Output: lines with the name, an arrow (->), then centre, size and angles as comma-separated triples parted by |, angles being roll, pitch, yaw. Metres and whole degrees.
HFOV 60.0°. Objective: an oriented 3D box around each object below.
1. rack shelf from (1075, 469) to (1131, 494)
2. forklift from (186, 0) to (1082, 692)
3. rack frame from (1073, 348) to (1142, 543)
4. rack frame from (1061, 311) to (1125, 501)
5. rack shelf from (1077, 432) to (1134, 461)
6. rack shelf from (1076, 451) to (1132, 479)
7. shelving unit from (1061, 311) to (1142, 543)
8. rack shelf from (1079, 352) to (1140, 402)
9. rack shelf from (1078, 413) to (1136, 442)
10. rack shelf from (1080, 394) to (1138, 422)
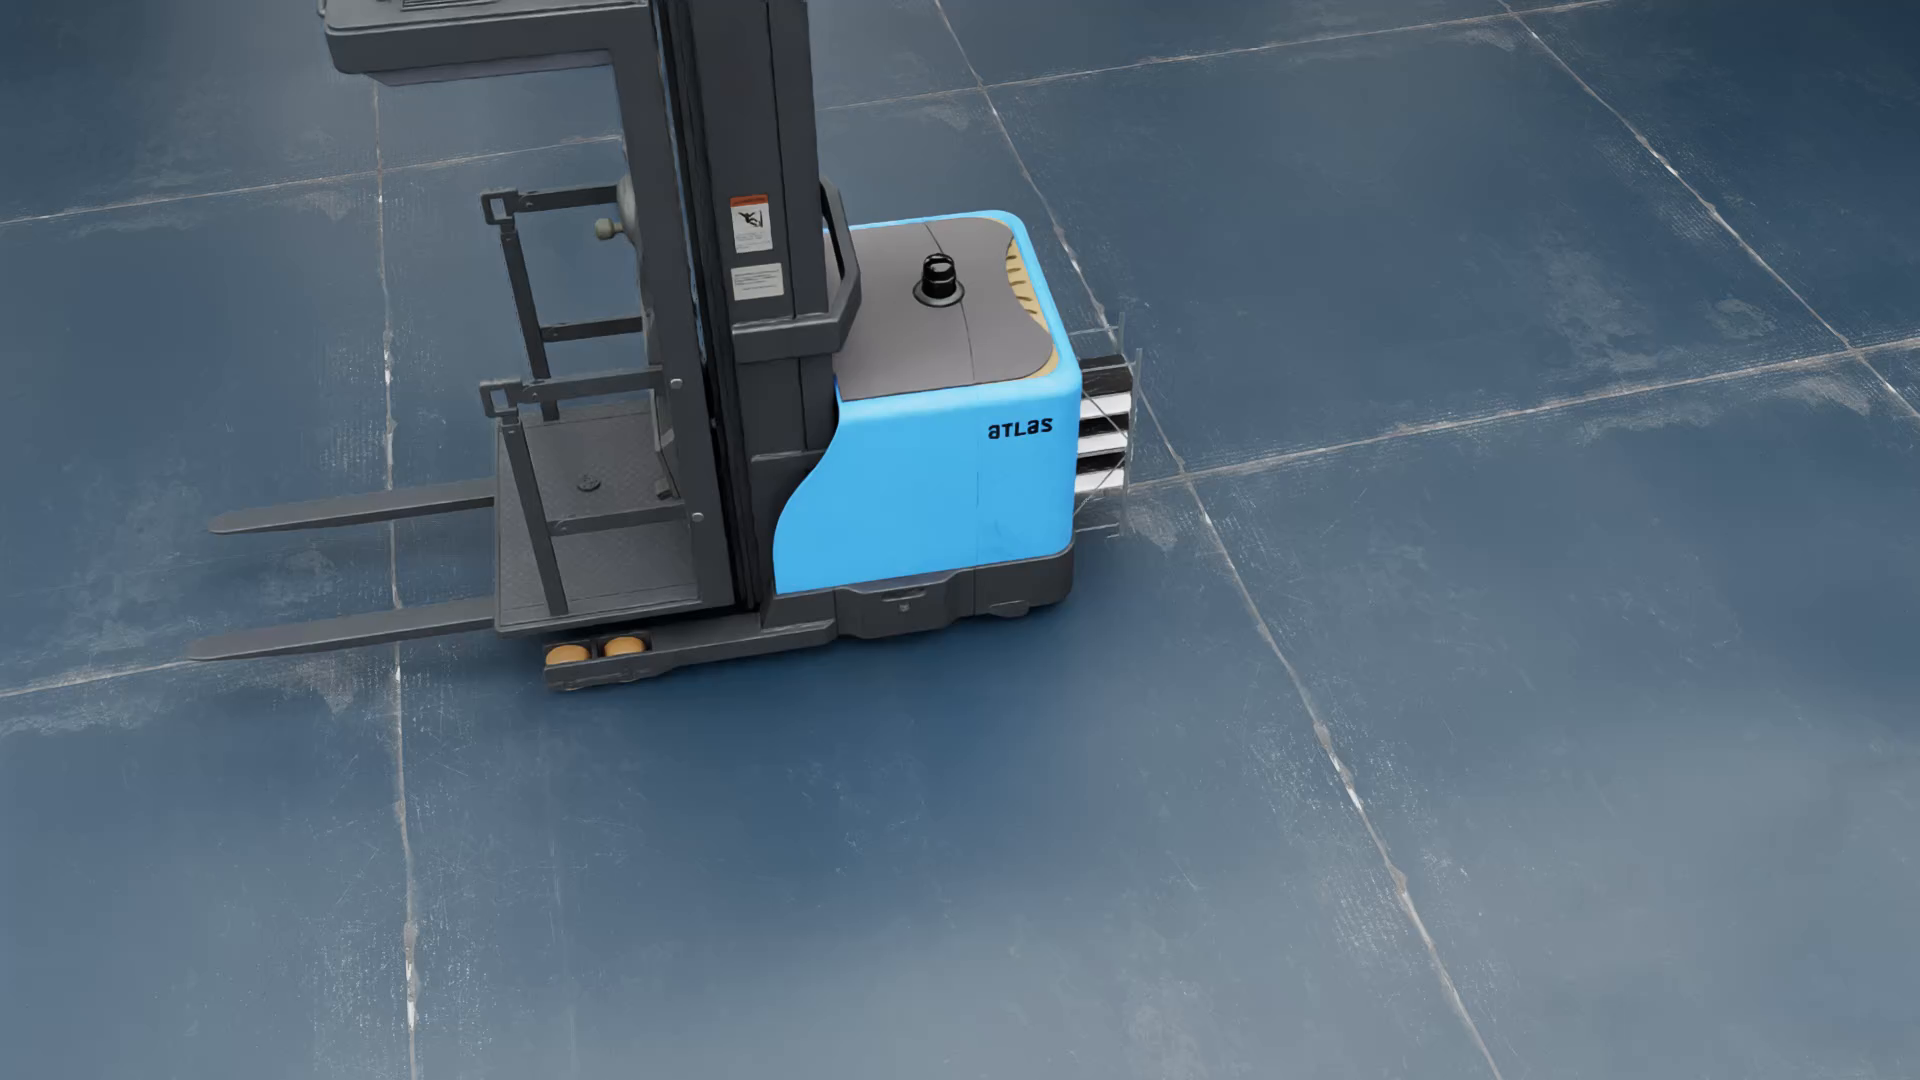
rack shelf -> 0.477, -0.237, 6.151 | 0.258, 0.077, 0.200 | -9, 46, -9
forklift -> -1.164, -0.919, 5.098 | 3.031, 2.935, 1.130 | -8, 46, -8
rack frame -> 0.499, -0.316, 5.929 | 0.240, 0.900, 0.006 | -9, 46, -9
rack frame -> 0.455, -0.457, 6.068 | 0.240, 0.900, 0.006 | -9, 46, -9
rack shelf -> 0.477, -0.363, 6.023 | 0.258, 0.077, 0.200 | -9, 46, -9
rack shelf -> 0.477, -0.300, 6.087 | 0.258, 0.077, 0.200 | -9, 46, -9
shelving unit -> 0.477, -0.387, 5.999 | 0.258, 0.900, 0.210 | -9, 46, -9
rack shelf -> 0.477, -0.552, 5.830 | 0.258, 0.077, 0.200 | -9, 46, -9
rack shelf -> 0.477, -0.426, 5.958 | 0.258, 0.077, 0.200 | -9, 46, -9
rack shelf -> 0.477, -0.489, 5.894 | 0.258, 0.077, 0.200 | -9, 46, -9
